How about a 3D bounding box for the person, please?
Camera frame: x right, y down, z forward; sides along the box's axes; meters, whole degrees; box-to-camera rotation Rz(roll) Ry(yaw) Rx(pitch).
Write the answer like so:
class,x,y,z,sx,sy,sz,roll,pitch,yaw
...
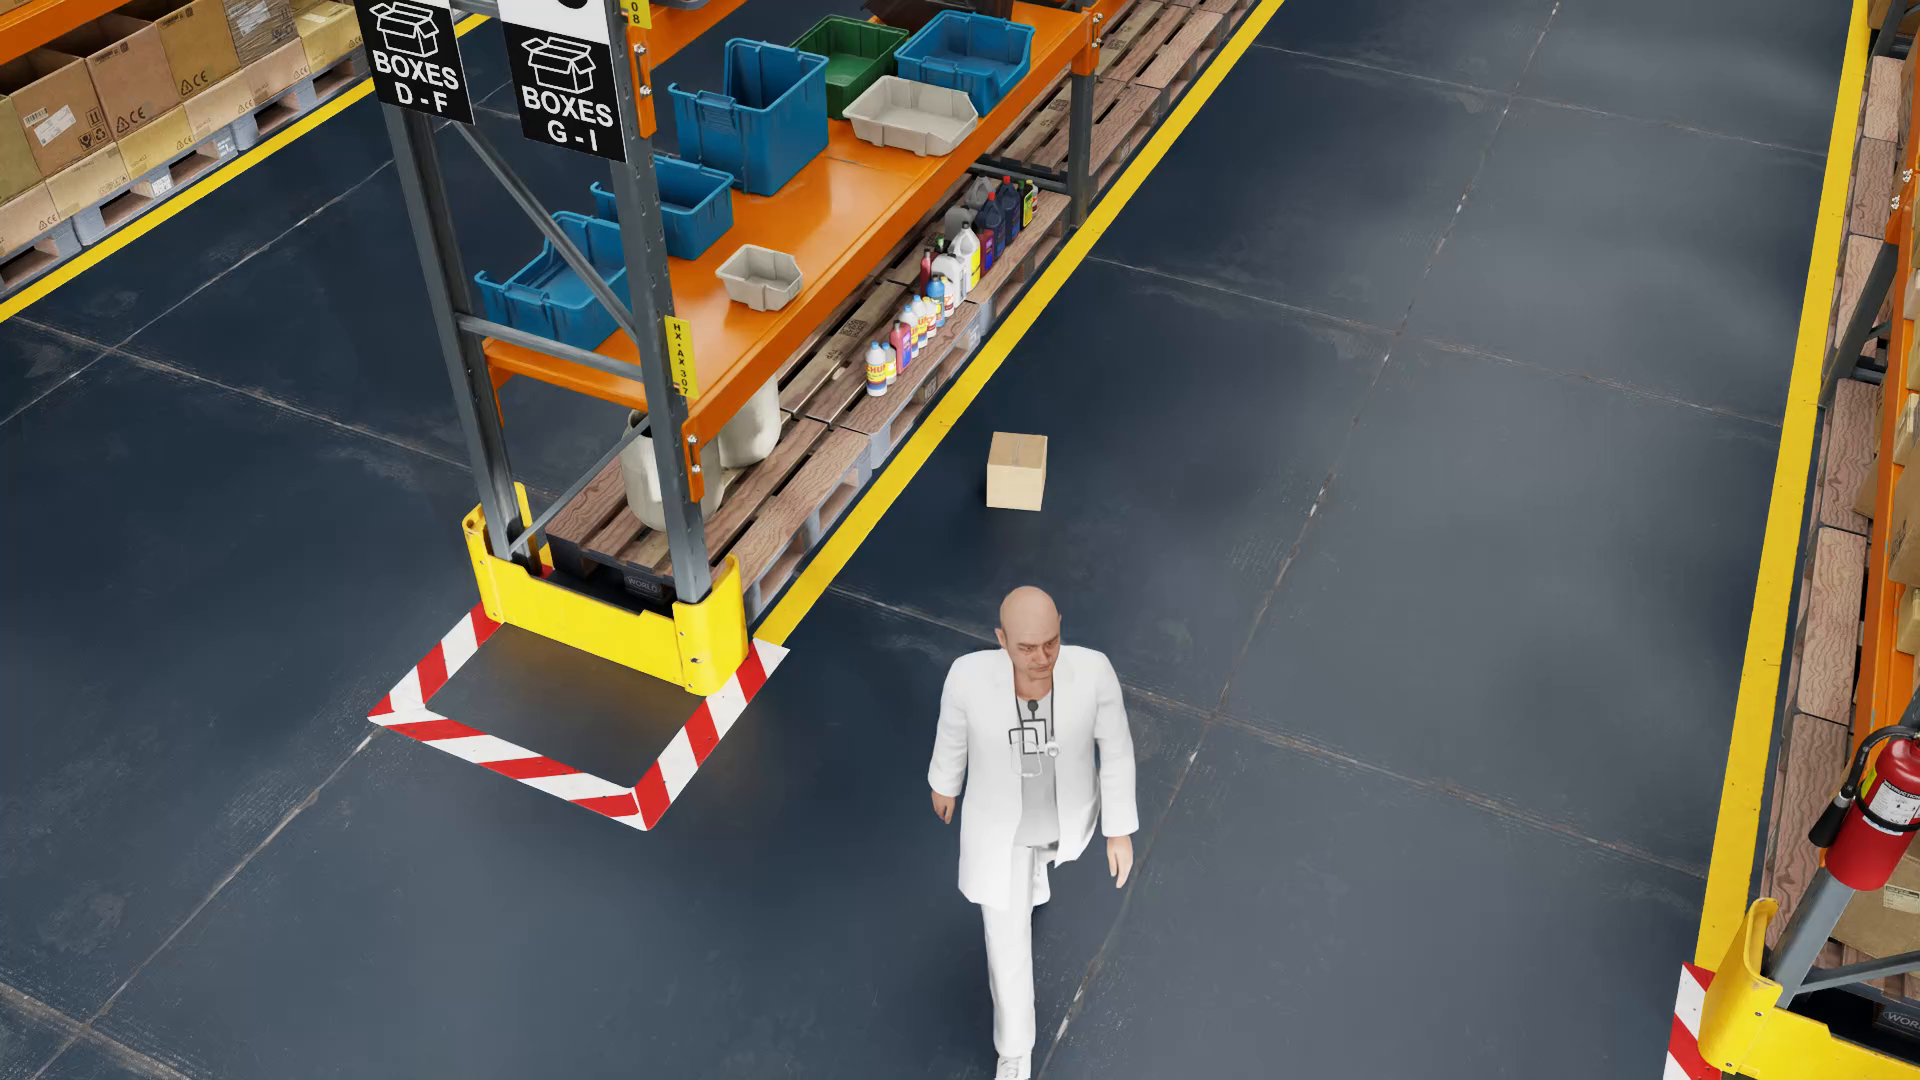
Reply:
class,x,y,z,sx,sy,sz,roll,pitch,yaw
person,0.231,0.854,5.208,0.610,1.722,1.163,-6,42,-7
